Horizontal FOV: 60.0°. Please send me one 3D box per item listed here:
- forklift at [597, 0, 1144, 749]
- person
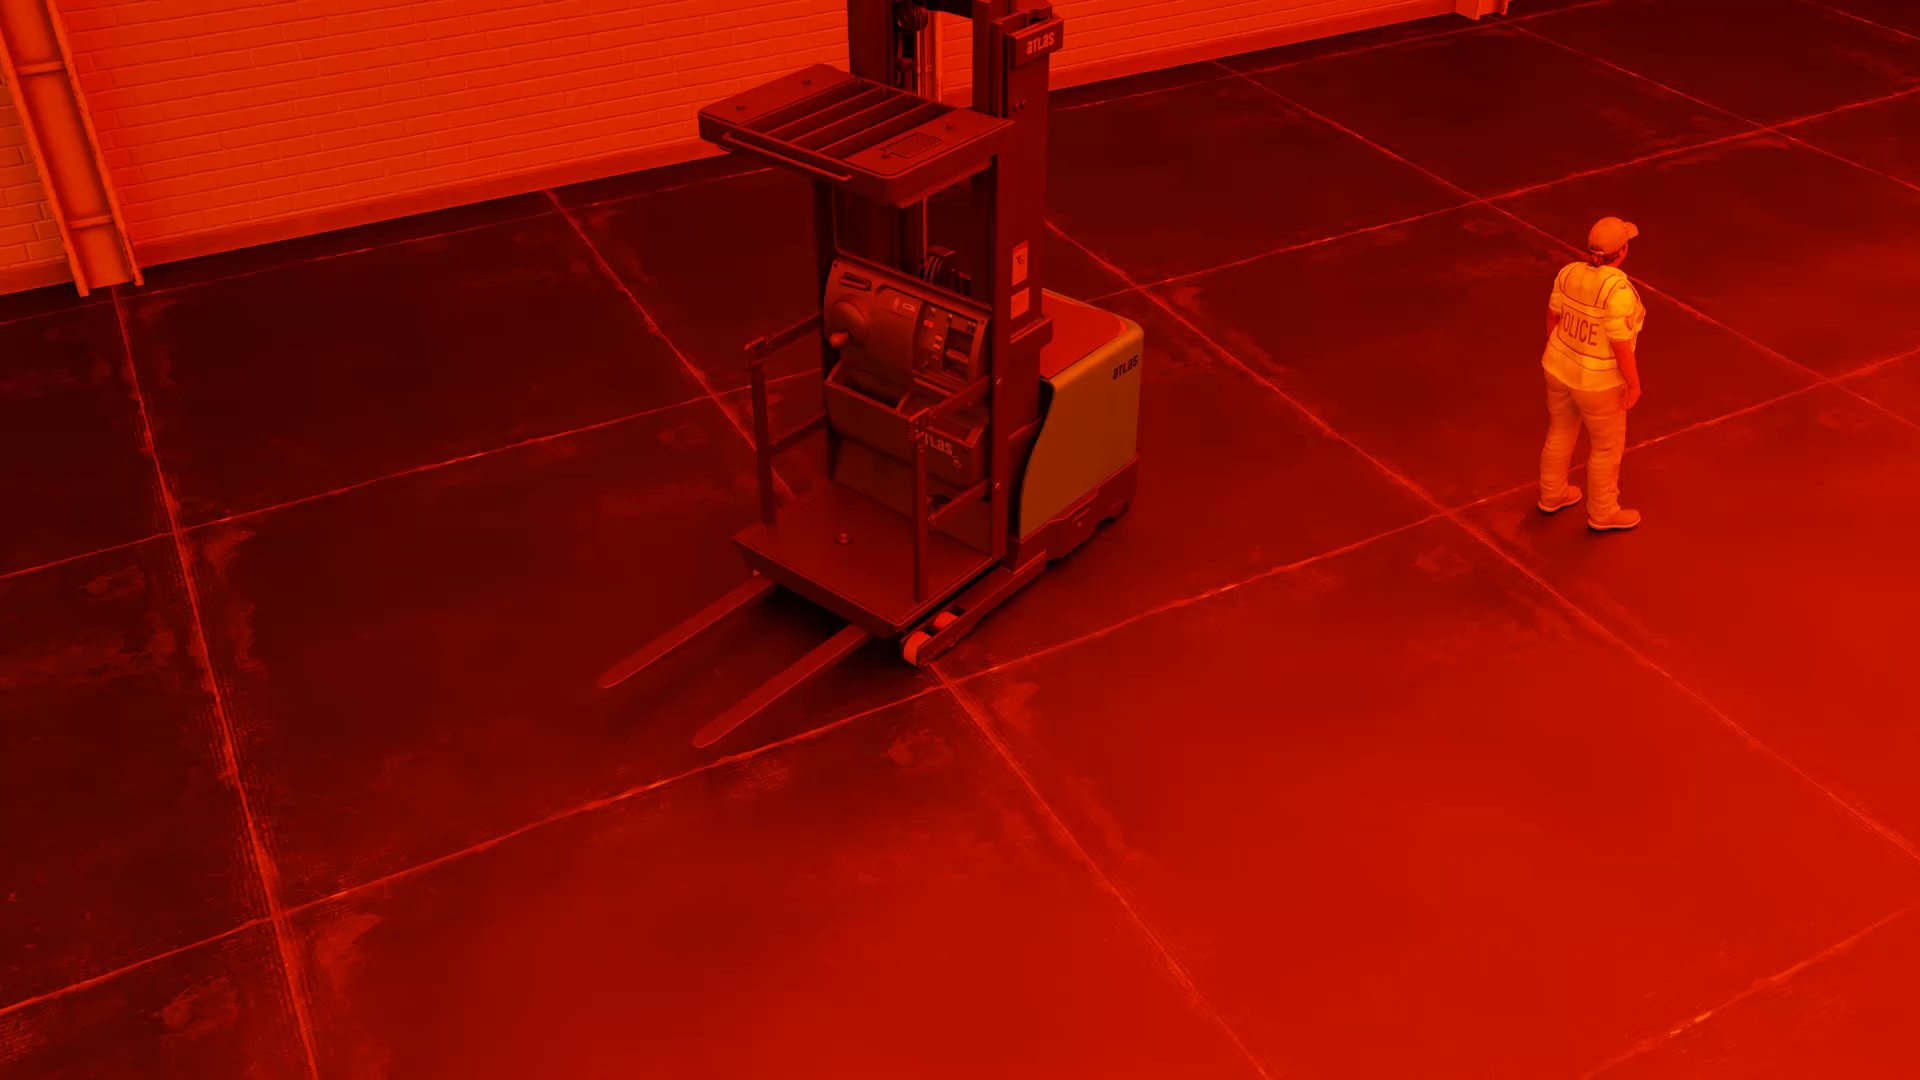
[{"bbox_3d":[-0.390,-0.927,7.434,1.130,2.935,3.031,26,43,31],"label":"forklift"},{"bbox_3d":[3.241,-0.848,8.406,0.529,1.671,0.599,-17,39,-22],"label":"person"}]
